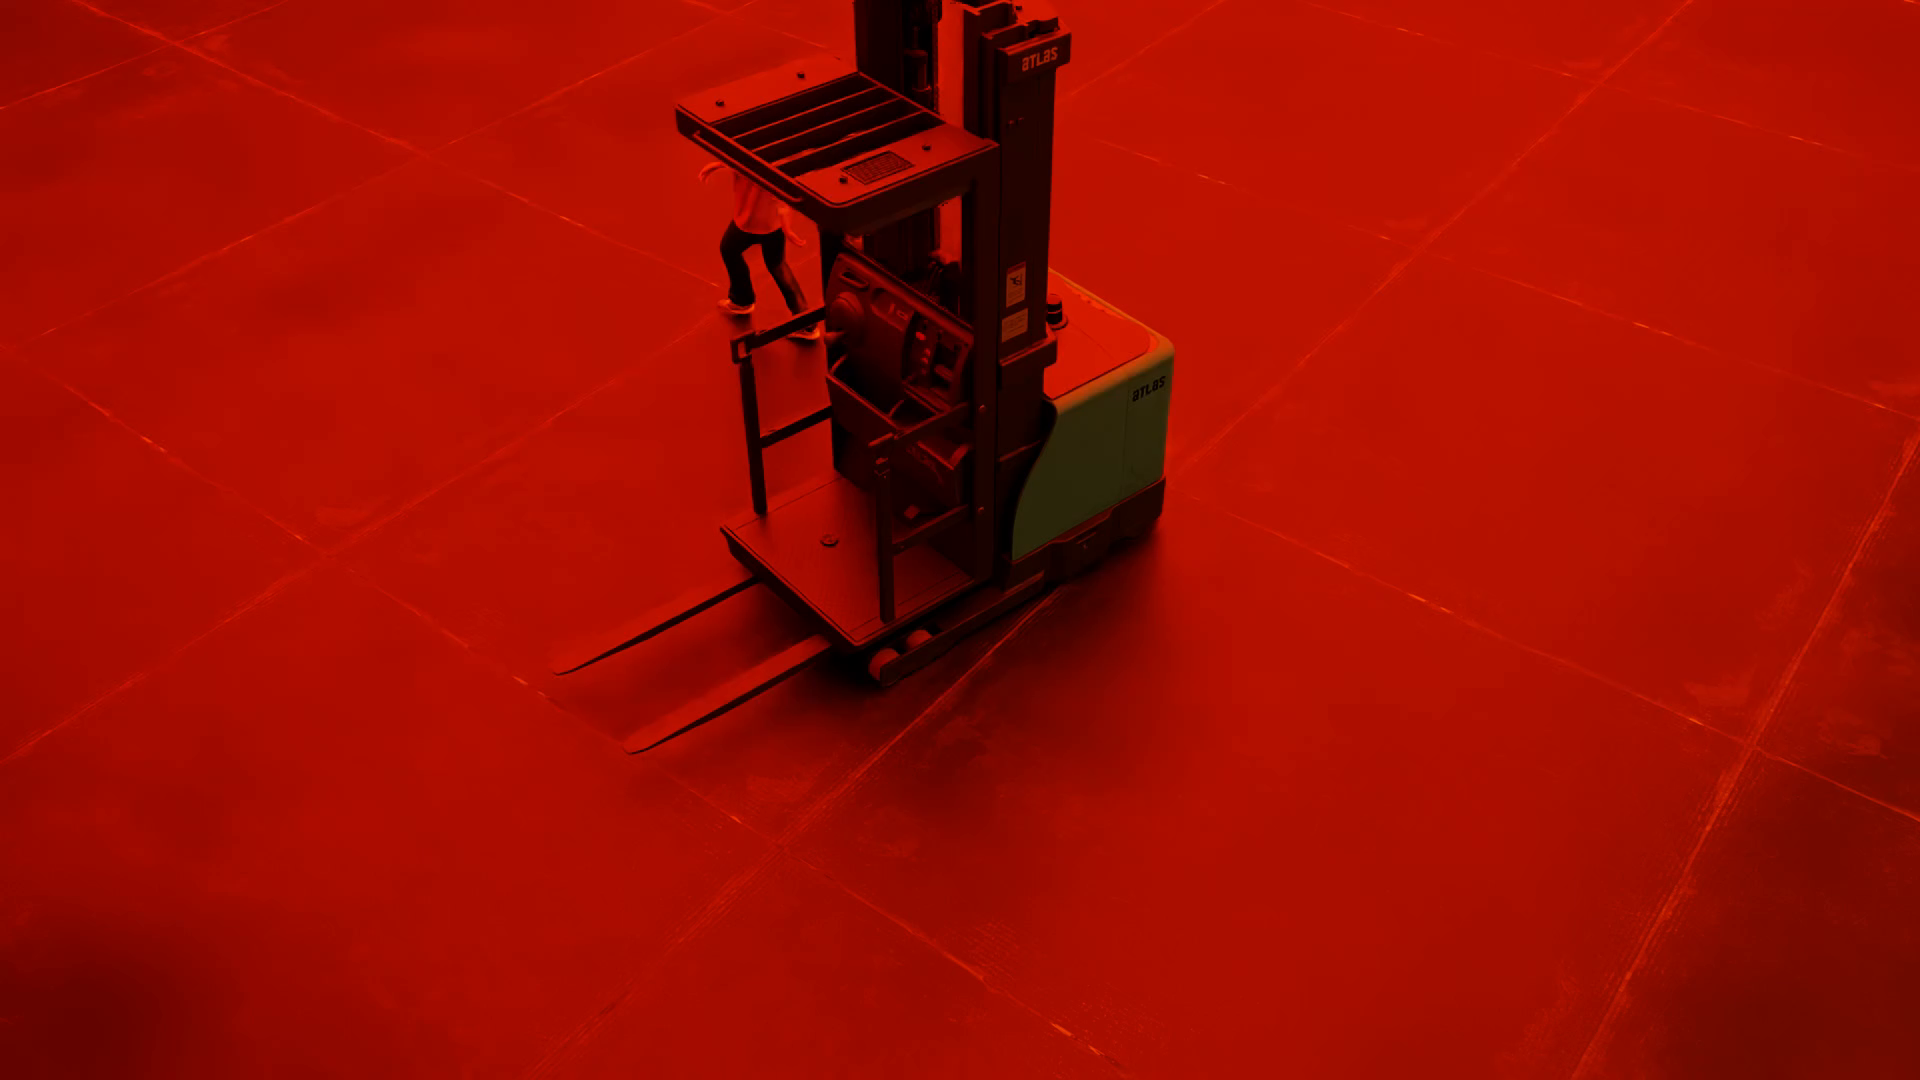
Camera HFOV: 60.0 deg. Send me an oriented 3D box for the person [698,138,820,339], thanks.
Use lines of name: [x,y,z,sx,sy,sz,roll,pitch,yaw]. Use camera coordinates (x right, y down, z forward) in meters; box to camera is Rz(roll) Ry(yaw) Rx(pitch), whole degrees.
person: [-1.122,-1.827,9.332,0.839,1.541,0.429,23,45,24]

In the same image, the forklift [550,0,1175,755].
forklift: [-0.433,-0.845,7.065,3.031,2.935,1.130,-28,48,-29]
